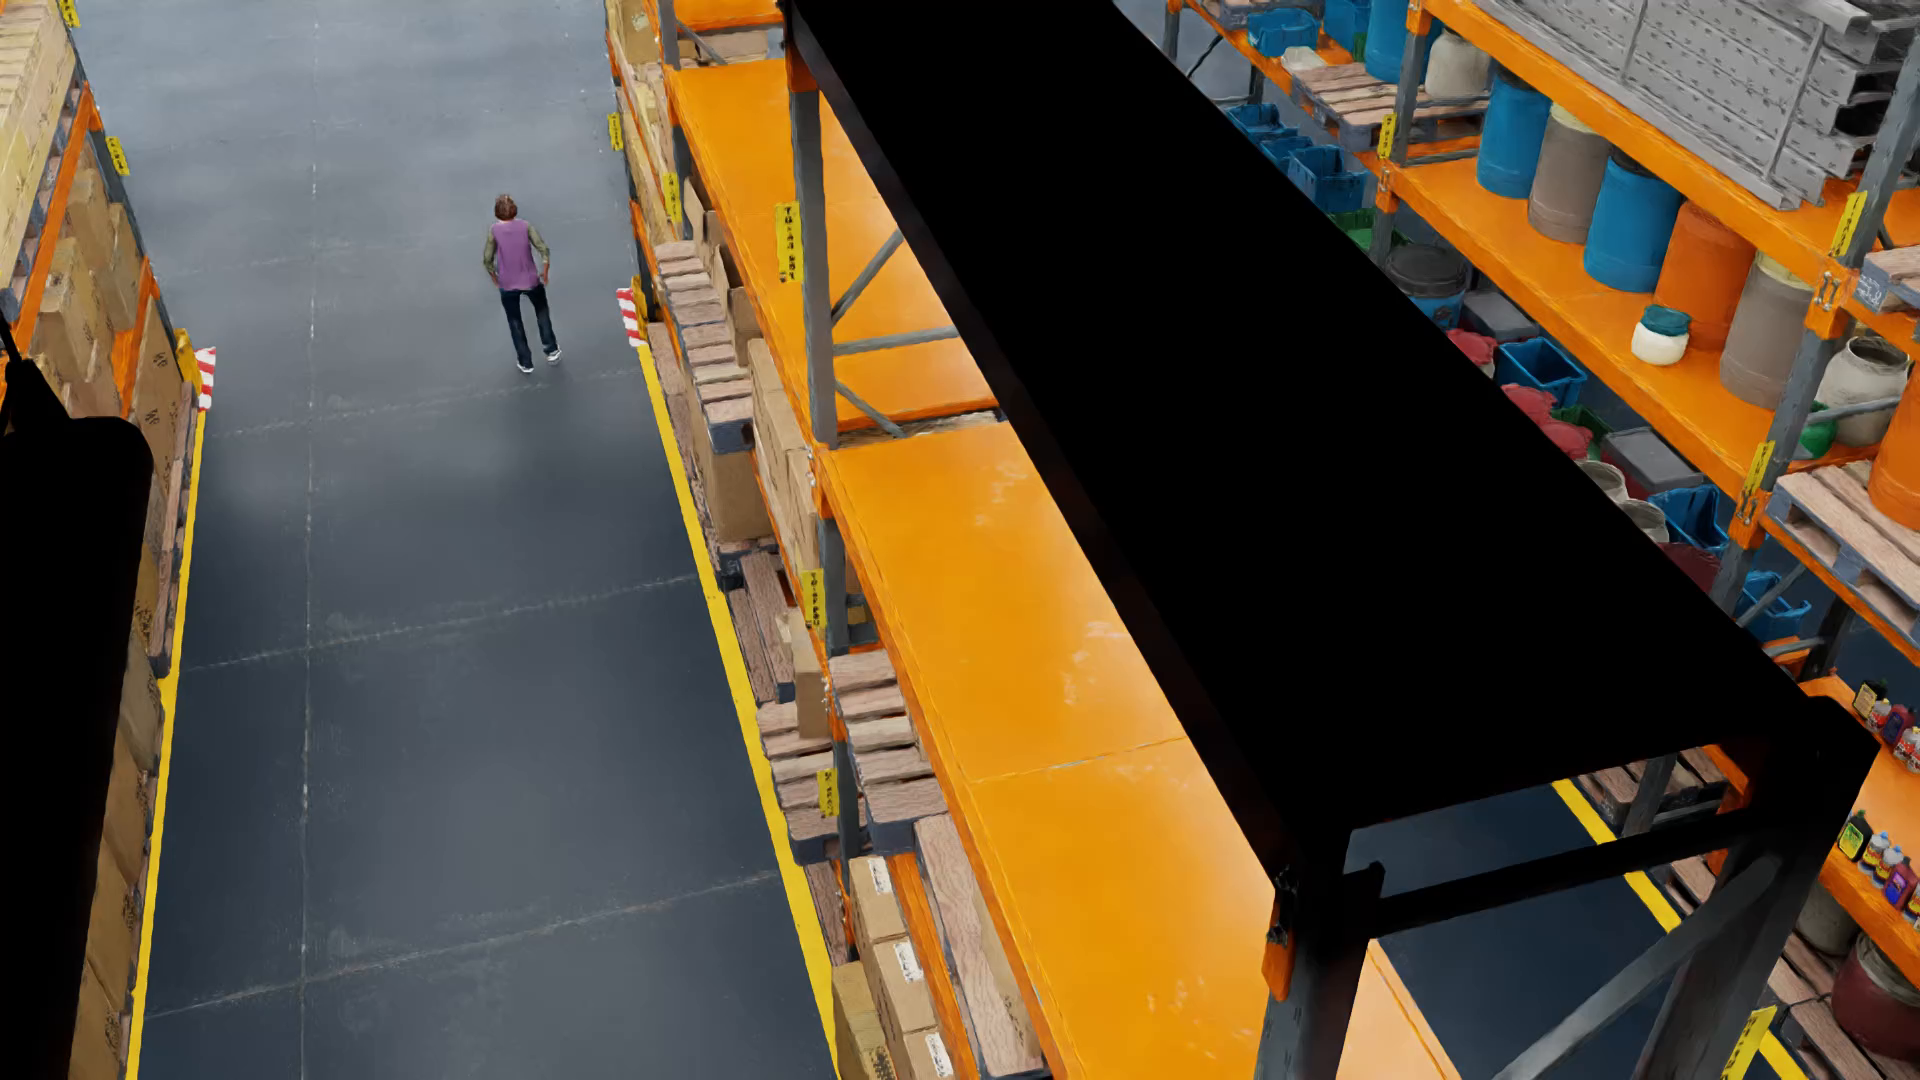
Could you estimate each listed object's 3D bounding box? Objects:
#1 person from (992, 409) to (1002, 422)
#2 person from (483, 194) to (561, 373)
[{"bbox_3d":[0.124,-1.256,13.002,0.586,1.730,0.448,29,47,32],"label":"person"},{"bbox_3d":[-3.796,-2.225,14.405,0.566,1.541,0.519,-12,40,-15],"label":"person"}]
